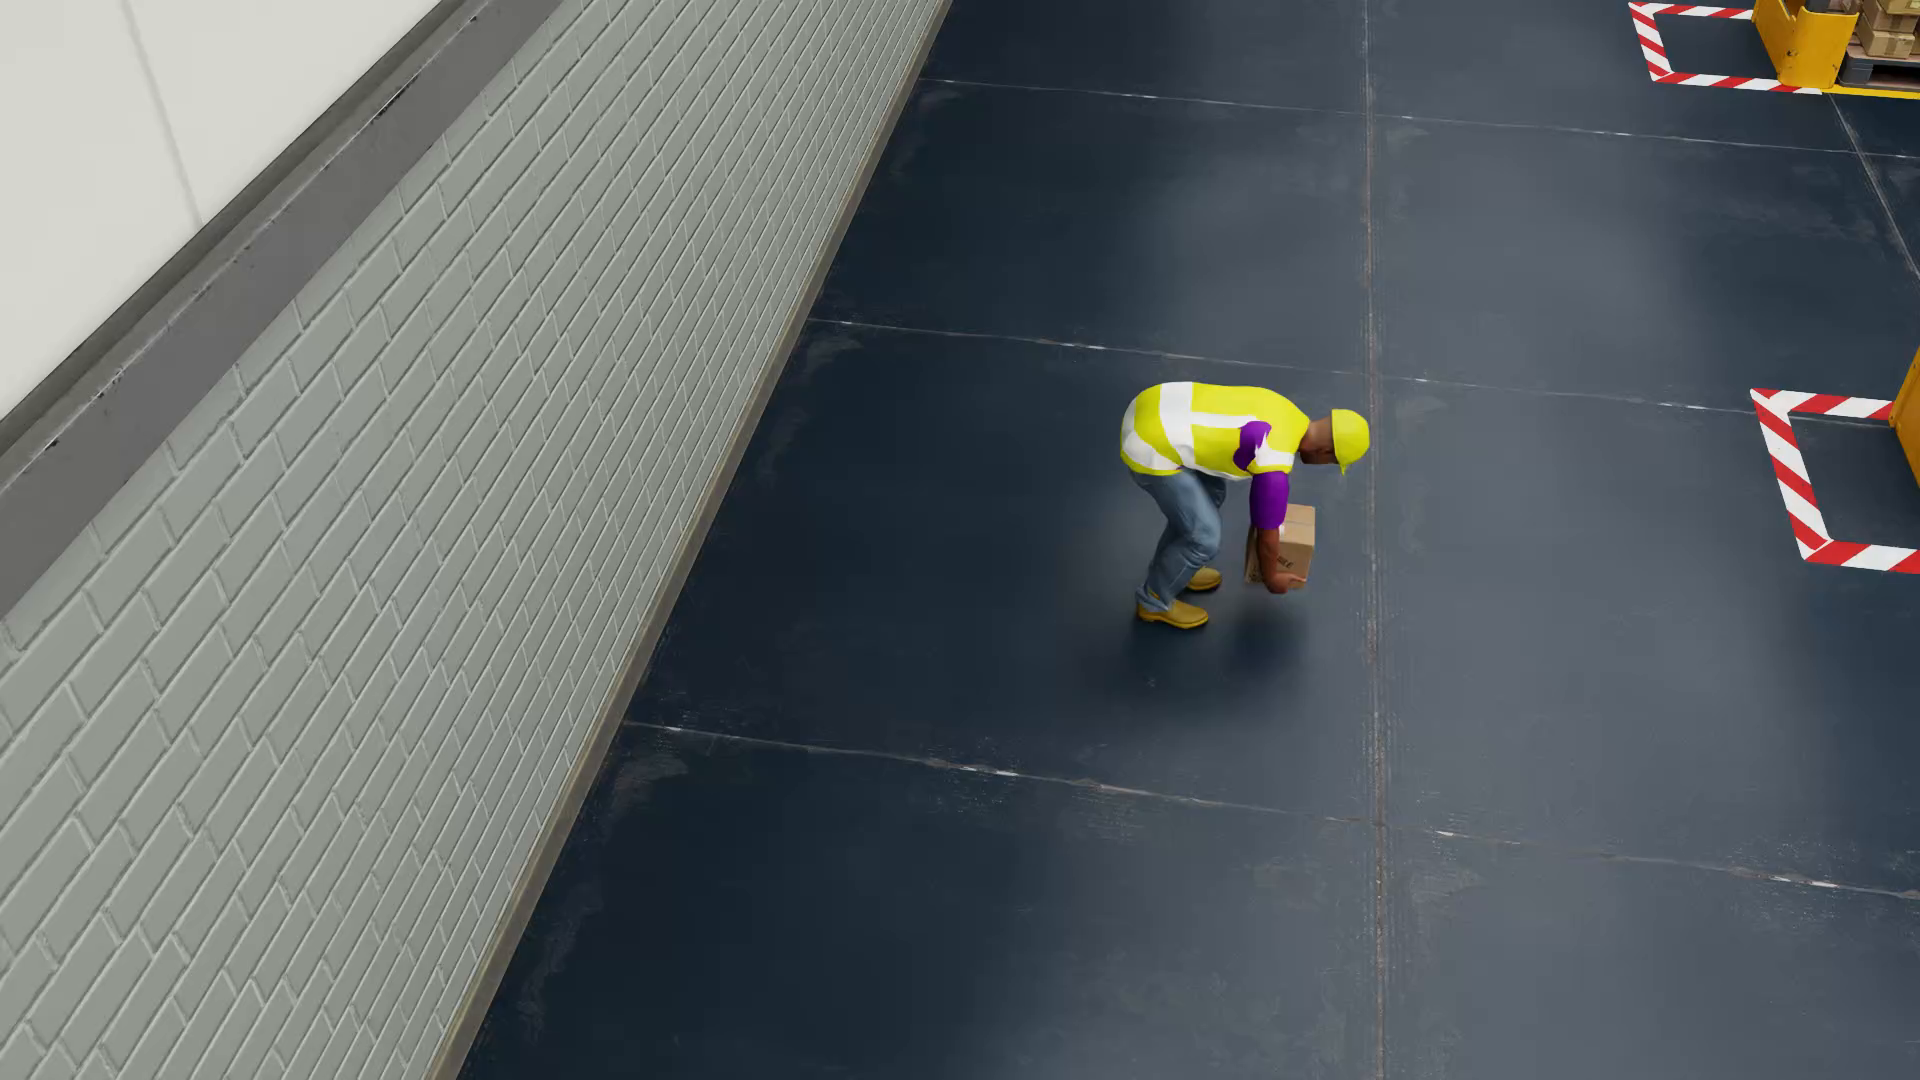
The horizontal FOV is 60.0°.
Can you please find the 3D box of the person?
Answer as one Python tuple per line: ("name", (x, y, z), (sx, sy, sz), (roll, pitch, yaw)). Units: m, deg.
("person", (1.131, -0.149, 6.845), (0.982, 1.076, 0.483), (5, 41, 6))
